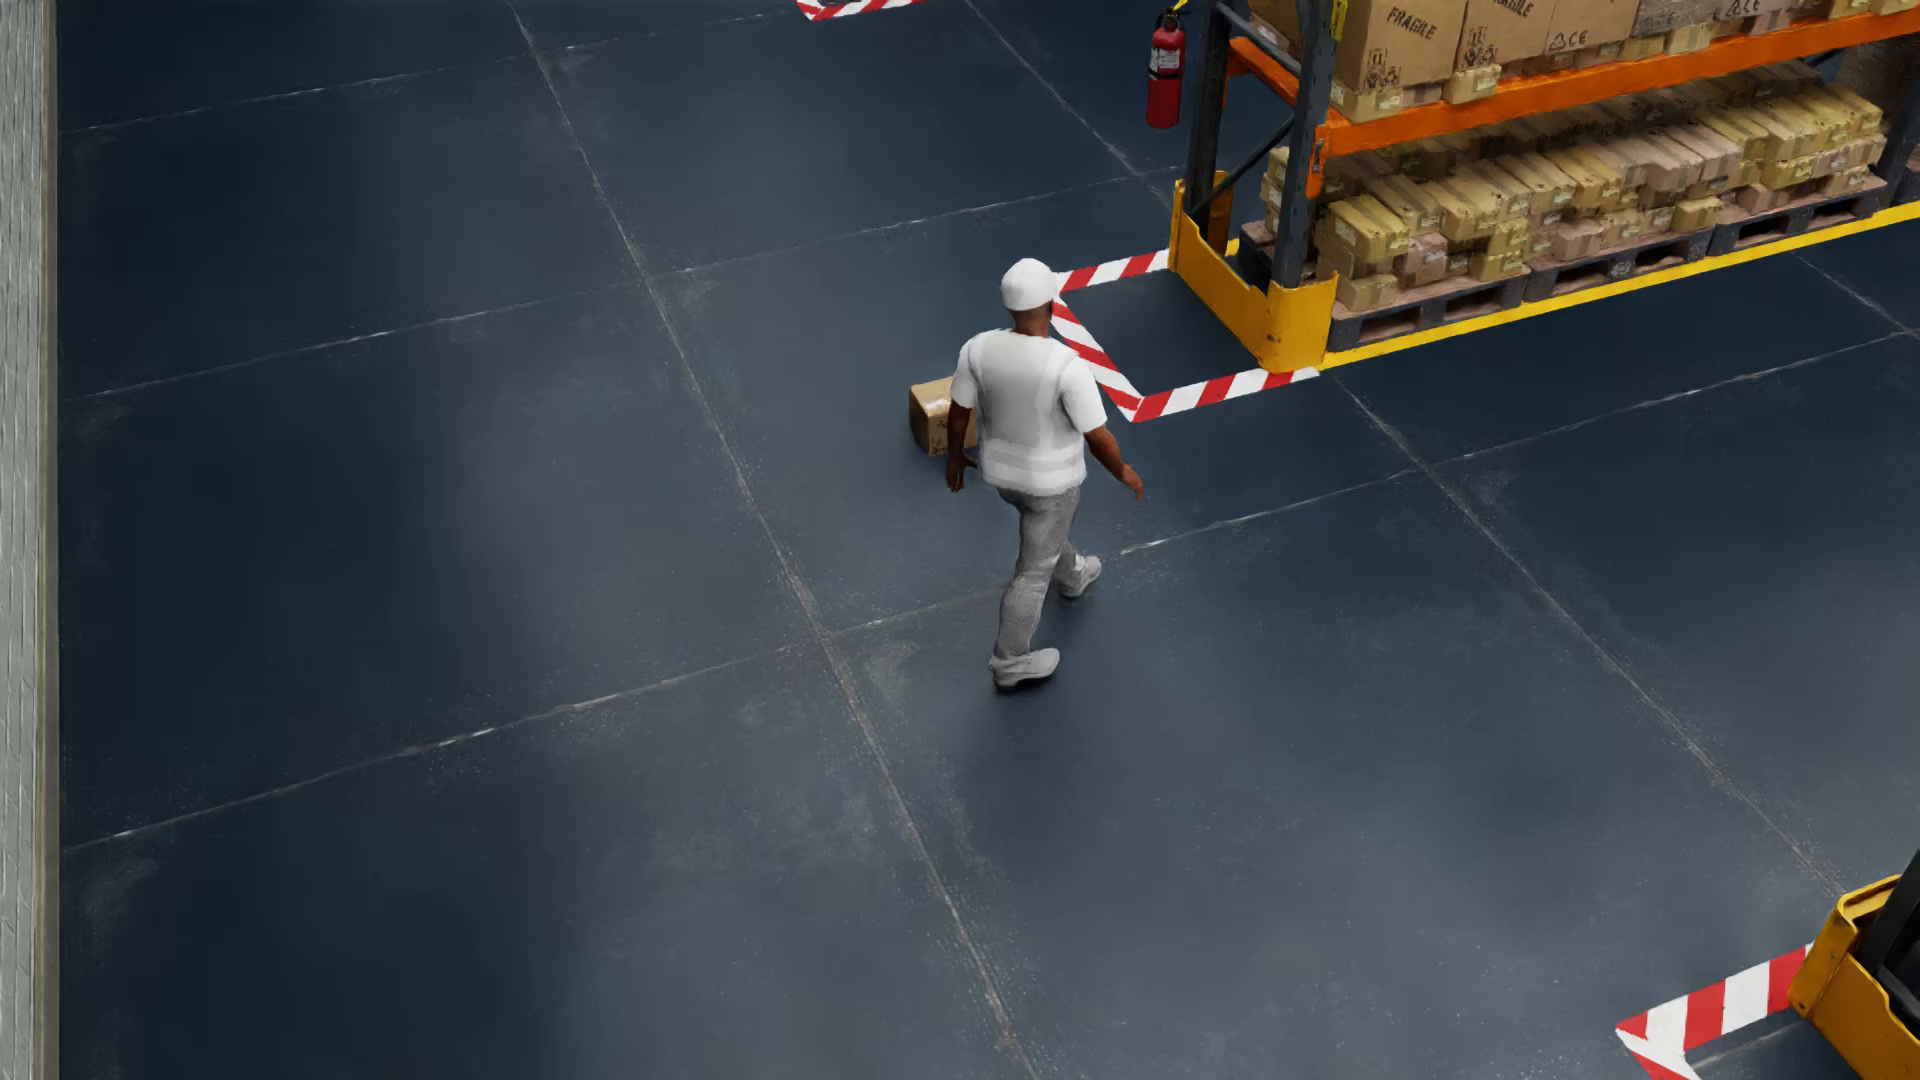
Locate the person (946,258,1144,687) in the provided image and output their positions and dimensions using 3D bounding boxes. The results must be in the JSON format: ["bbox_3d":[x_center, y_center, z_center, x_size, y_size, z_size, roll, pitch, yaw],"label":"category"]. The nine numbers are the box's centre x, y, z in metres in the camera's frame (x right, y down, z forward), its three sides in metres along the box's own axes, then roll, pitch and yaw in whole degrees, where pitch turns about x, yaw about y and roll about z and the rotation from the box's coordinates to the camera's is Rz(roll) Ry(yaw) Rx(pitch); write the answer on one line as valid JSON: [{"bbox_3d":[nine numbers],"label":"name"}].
[{"bbox_3d":[0.350,-0.299,6.517,0.725,1.738,0.916,30,49,29],"label":"person"}]
